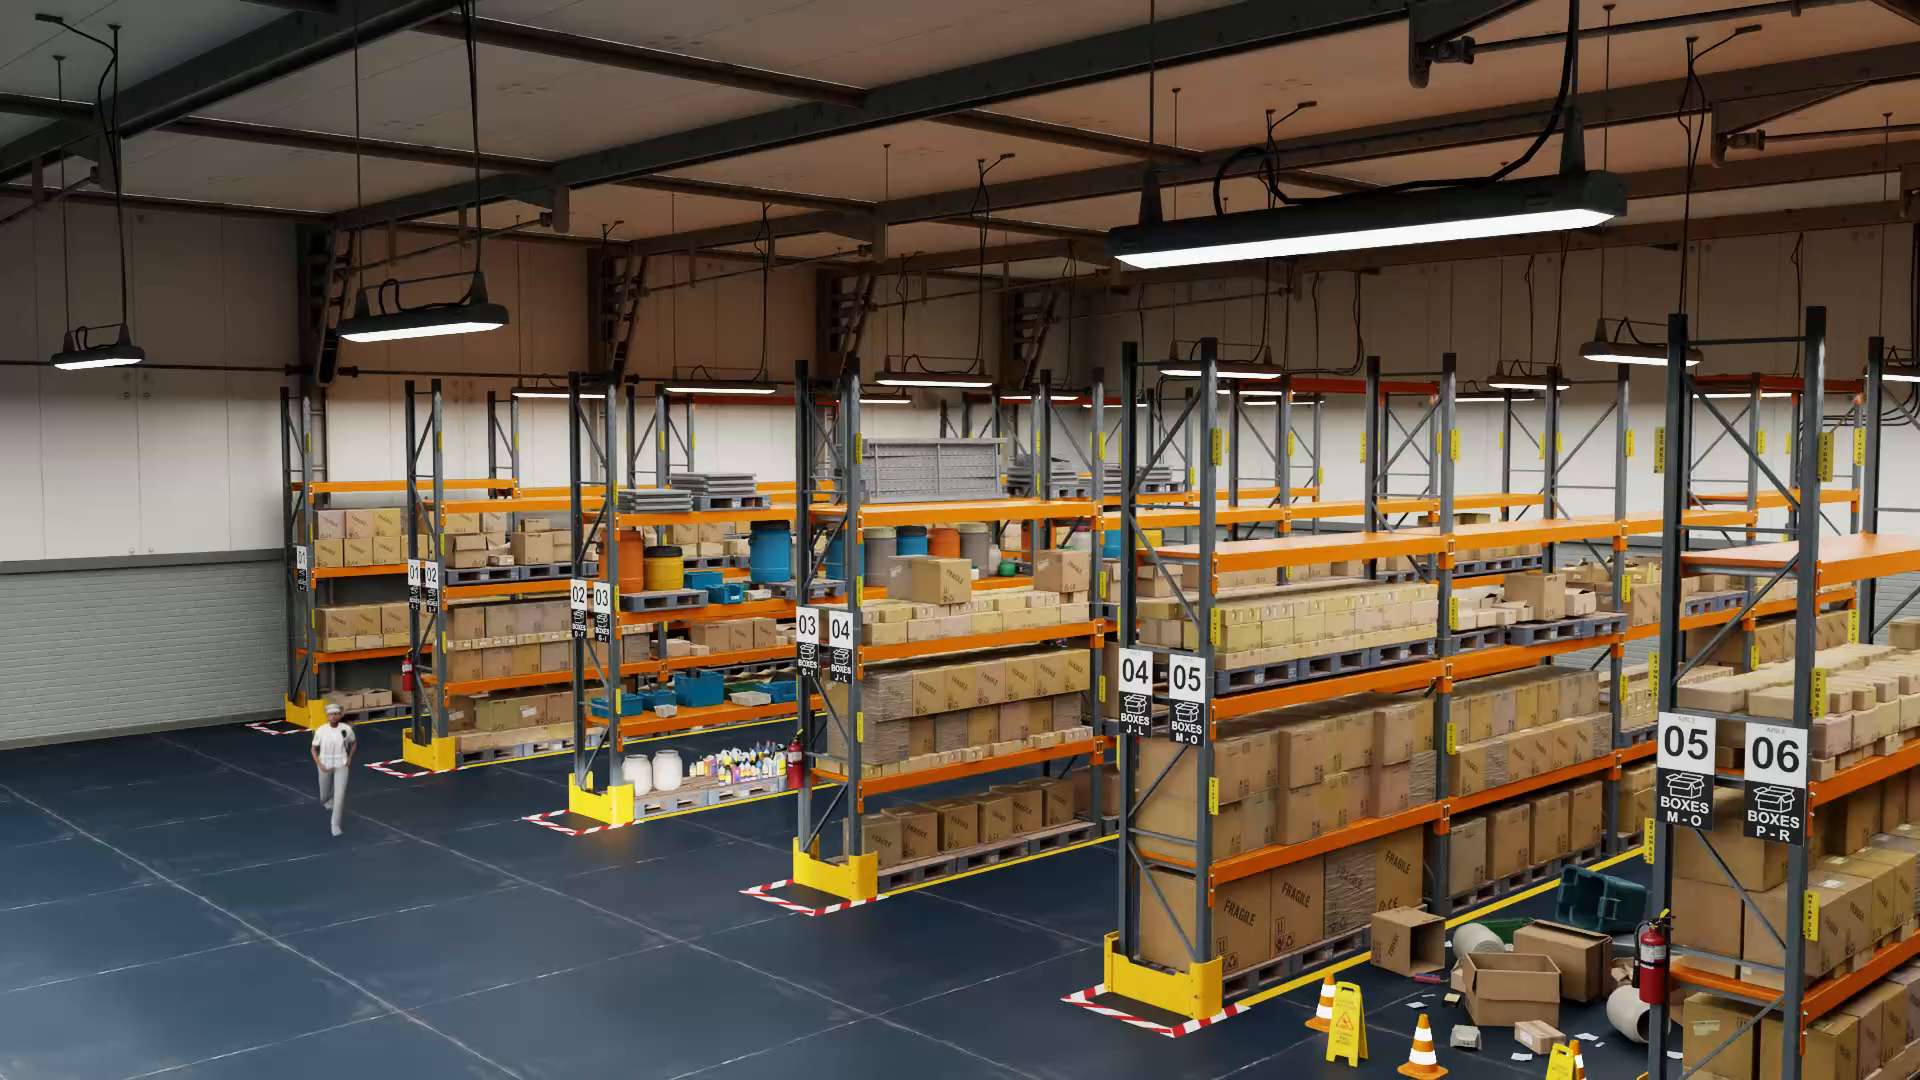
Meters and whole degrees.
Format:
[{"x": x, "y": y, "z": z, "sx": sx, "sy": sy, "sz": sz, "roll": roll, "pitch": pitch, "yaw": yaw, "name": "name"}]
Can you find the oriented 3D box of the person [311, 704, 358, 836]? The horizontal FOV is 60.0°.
[{"x": -8.187, "y": 2.966, "z": 21.772, "sx": 0.564, "sy": 1.676, "sz": 0.891, "roll": -1, "pitch": 4, "yaw": -16, "name": "person"}]
